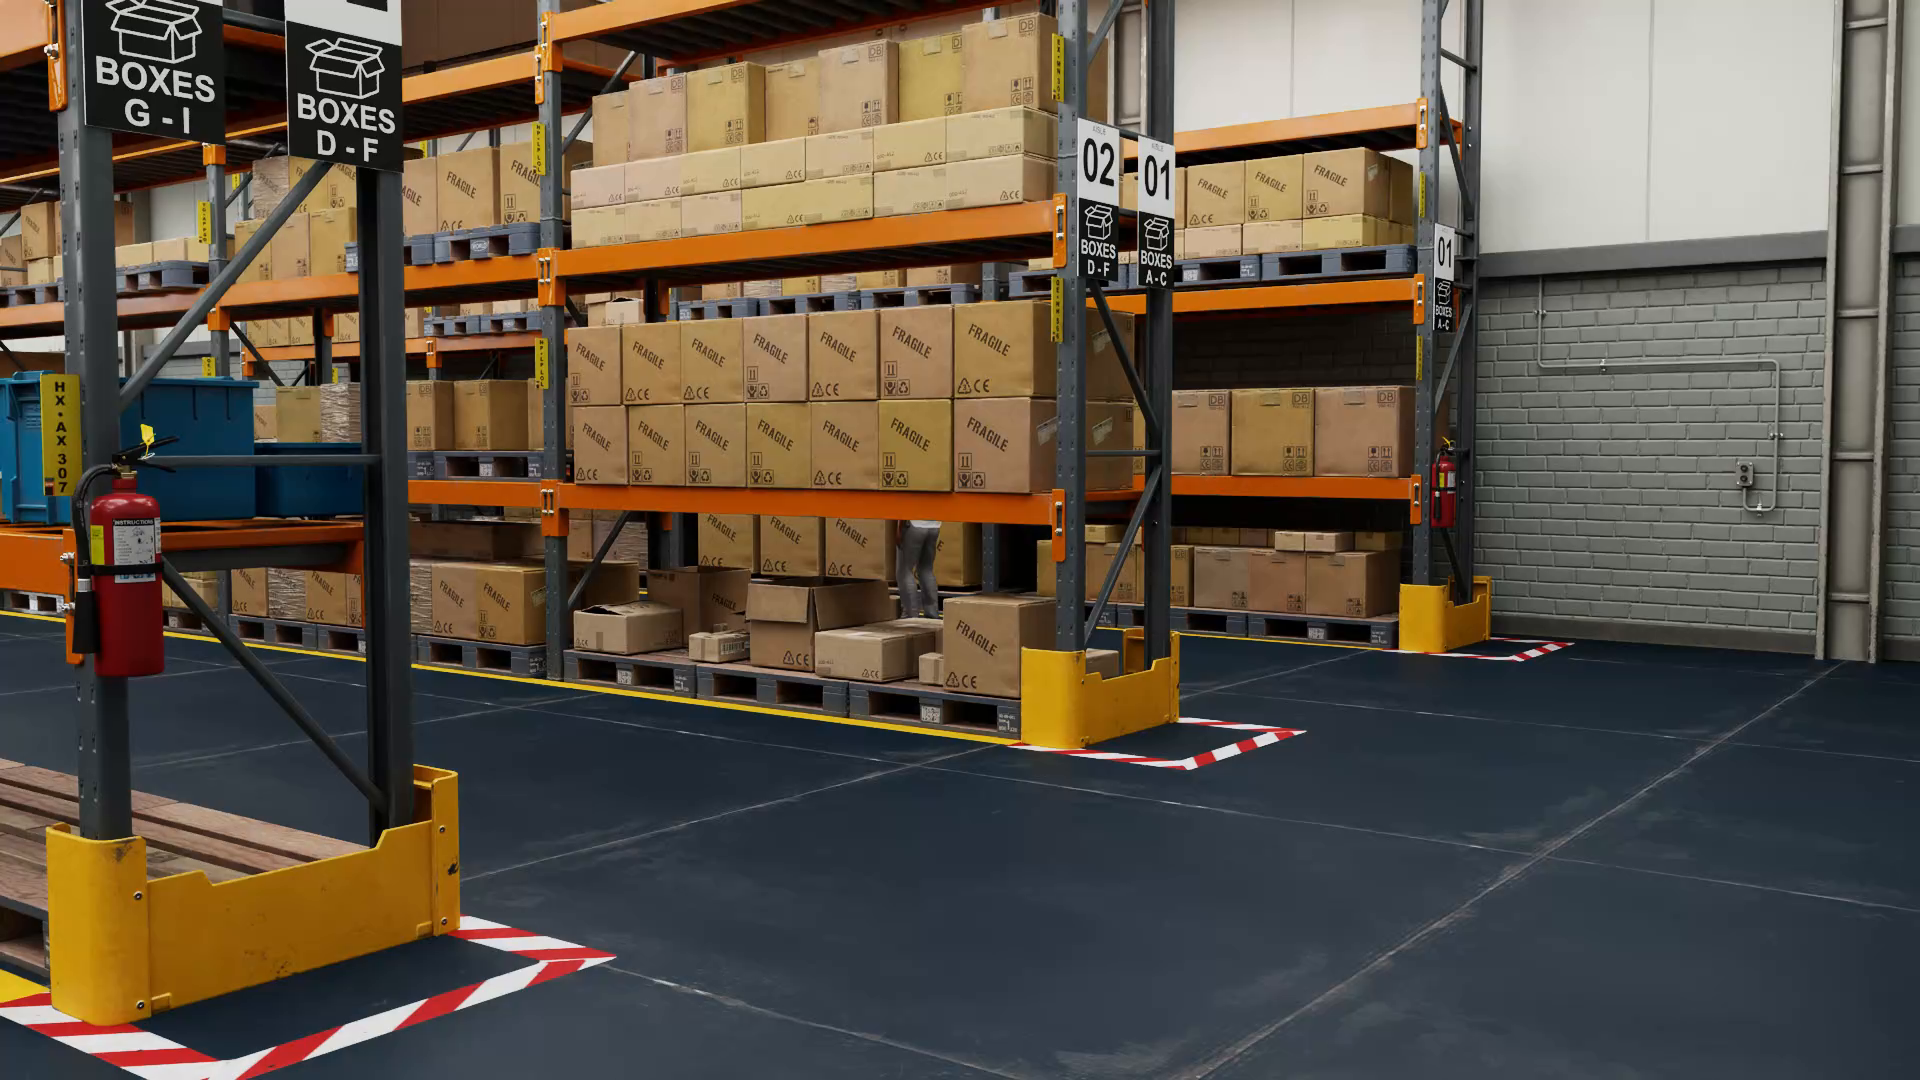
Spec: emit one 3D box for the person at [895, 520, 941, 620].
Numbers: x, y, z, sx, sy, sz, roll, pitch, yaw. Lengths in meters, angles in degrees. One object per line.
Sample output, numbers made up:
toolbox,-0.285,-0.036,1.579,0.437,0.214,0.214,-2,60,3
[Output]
person,-0.383,-0.083,14.088,0.428,1.659,0.529,2,4,32
